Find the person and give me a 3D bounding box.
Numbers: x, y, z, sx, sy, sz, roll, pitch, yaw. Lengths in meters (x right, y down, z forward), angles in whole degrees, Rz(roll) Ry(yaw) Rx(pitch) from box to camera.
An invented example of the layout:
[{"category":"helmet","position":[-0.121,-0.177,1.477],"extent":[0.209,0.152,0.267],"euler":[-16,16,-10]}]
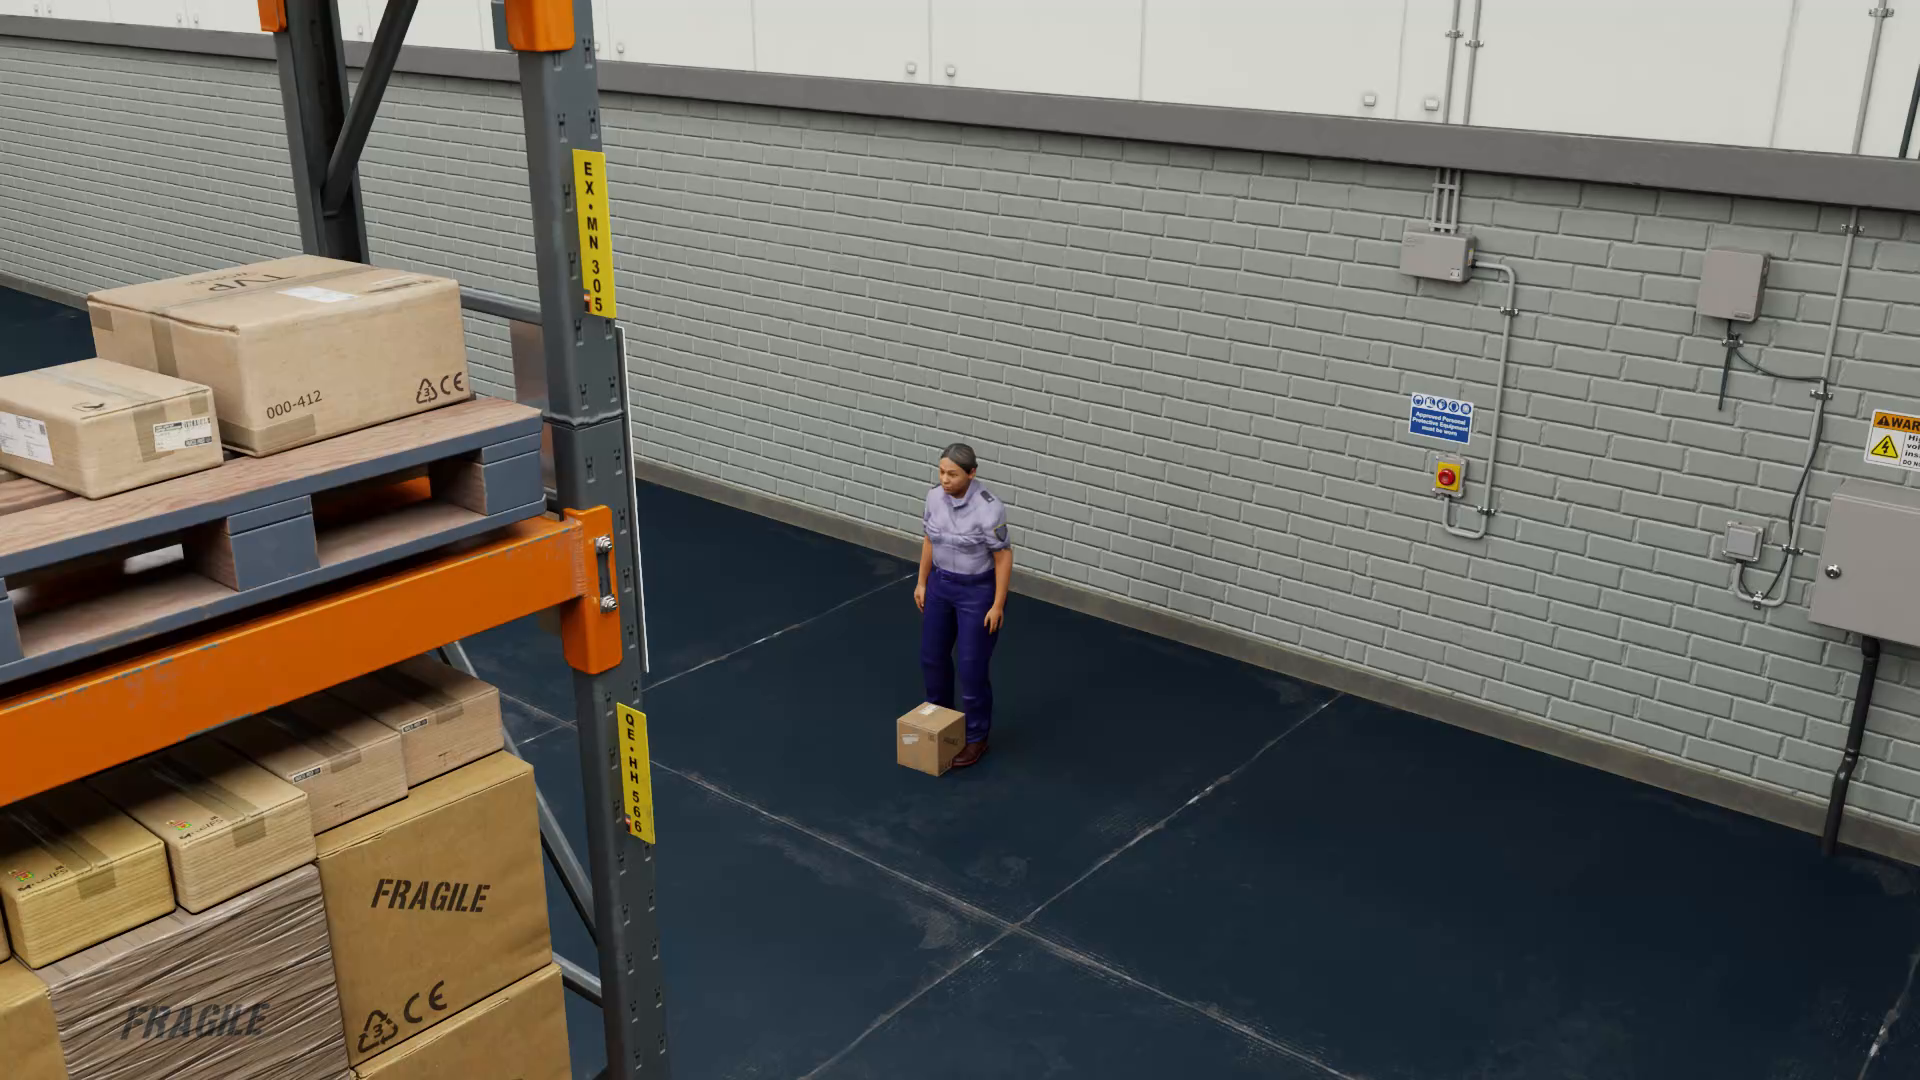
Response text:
[{"category":"person","position":[-0.006,0.291,8.302],"extent":[0.555,1.652,0.416],"euler":[15,25,35]}]
